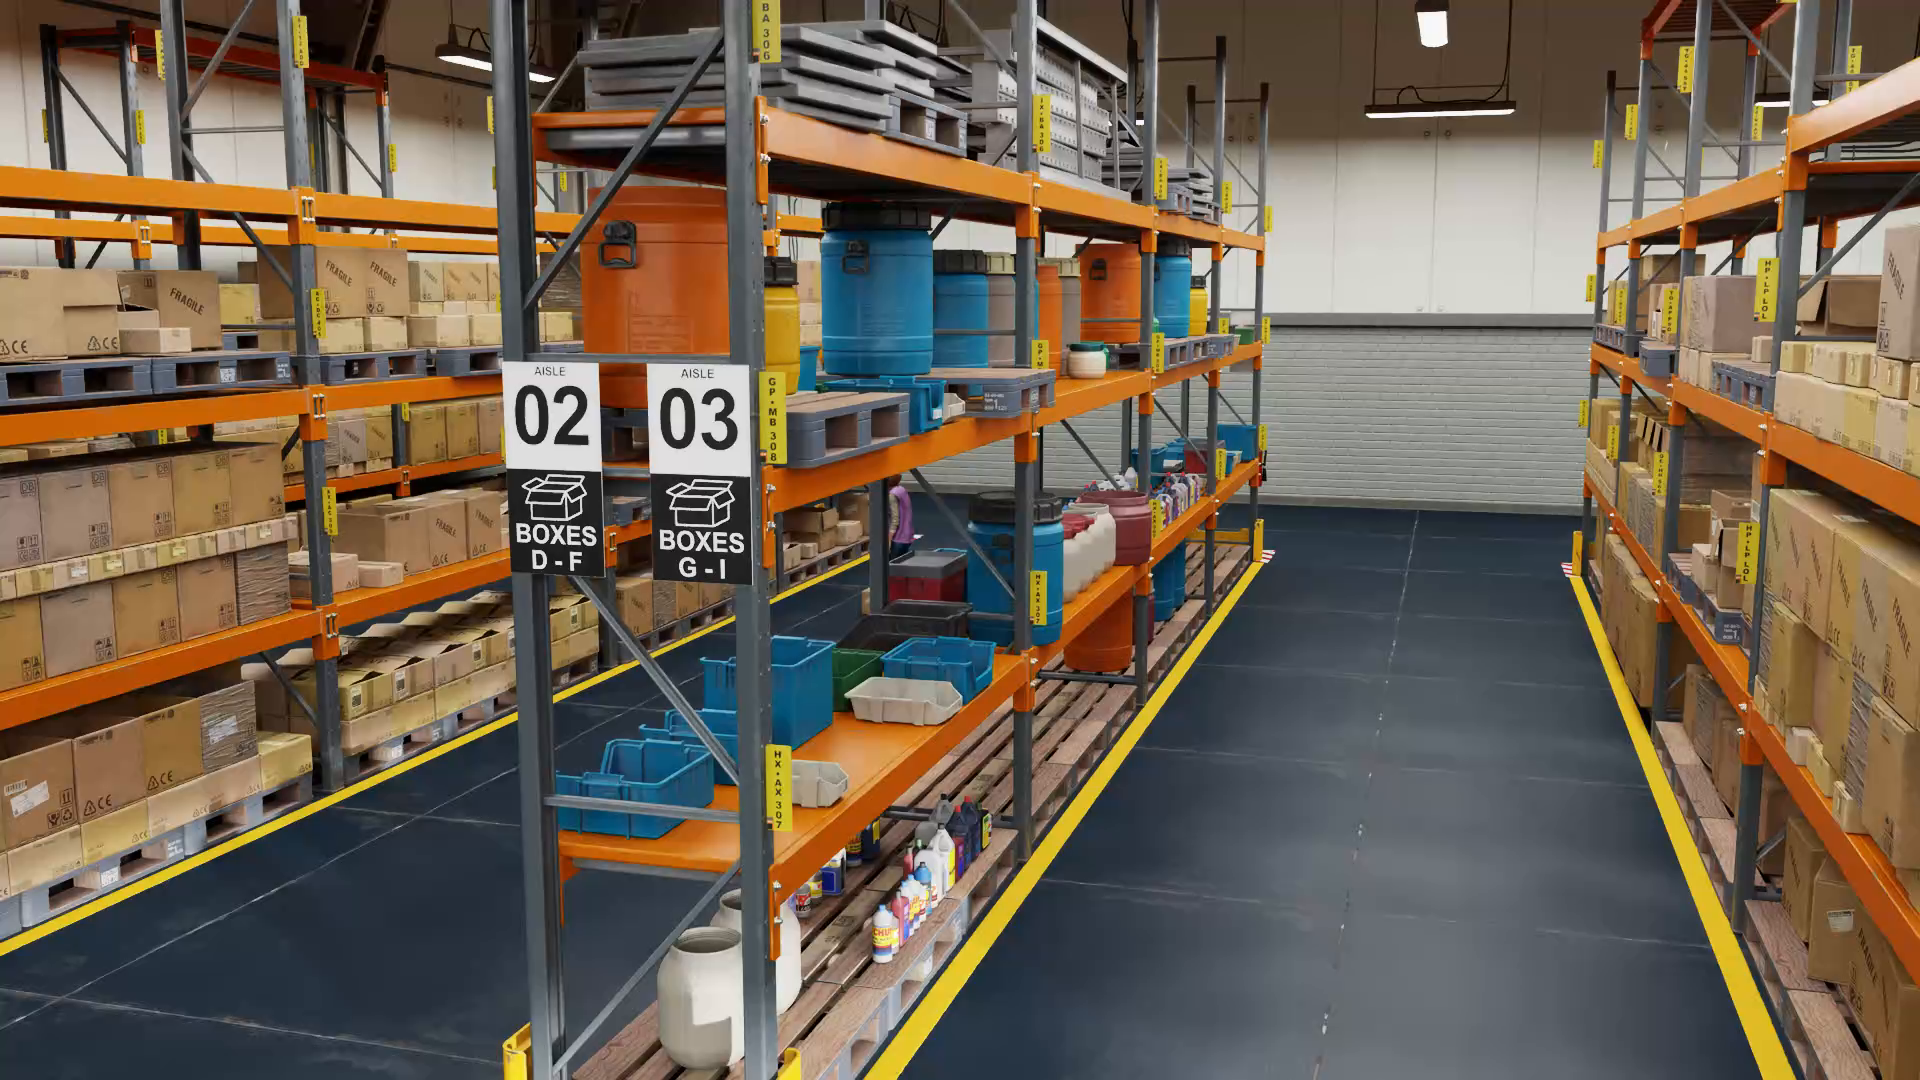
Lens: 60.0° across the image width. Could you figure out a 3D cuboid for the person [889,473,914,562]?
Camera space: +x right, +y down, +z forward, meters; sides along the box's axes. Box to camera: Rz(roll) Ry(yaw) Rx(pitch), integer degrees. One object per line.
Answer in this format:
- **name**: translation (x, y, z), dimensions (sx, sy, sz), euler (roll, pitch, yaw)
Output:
- **person**: translation (-0.673, 0.008, 17.828), dimensions (0.348, 1.593, 0.476), euler (2, 9, 15)
